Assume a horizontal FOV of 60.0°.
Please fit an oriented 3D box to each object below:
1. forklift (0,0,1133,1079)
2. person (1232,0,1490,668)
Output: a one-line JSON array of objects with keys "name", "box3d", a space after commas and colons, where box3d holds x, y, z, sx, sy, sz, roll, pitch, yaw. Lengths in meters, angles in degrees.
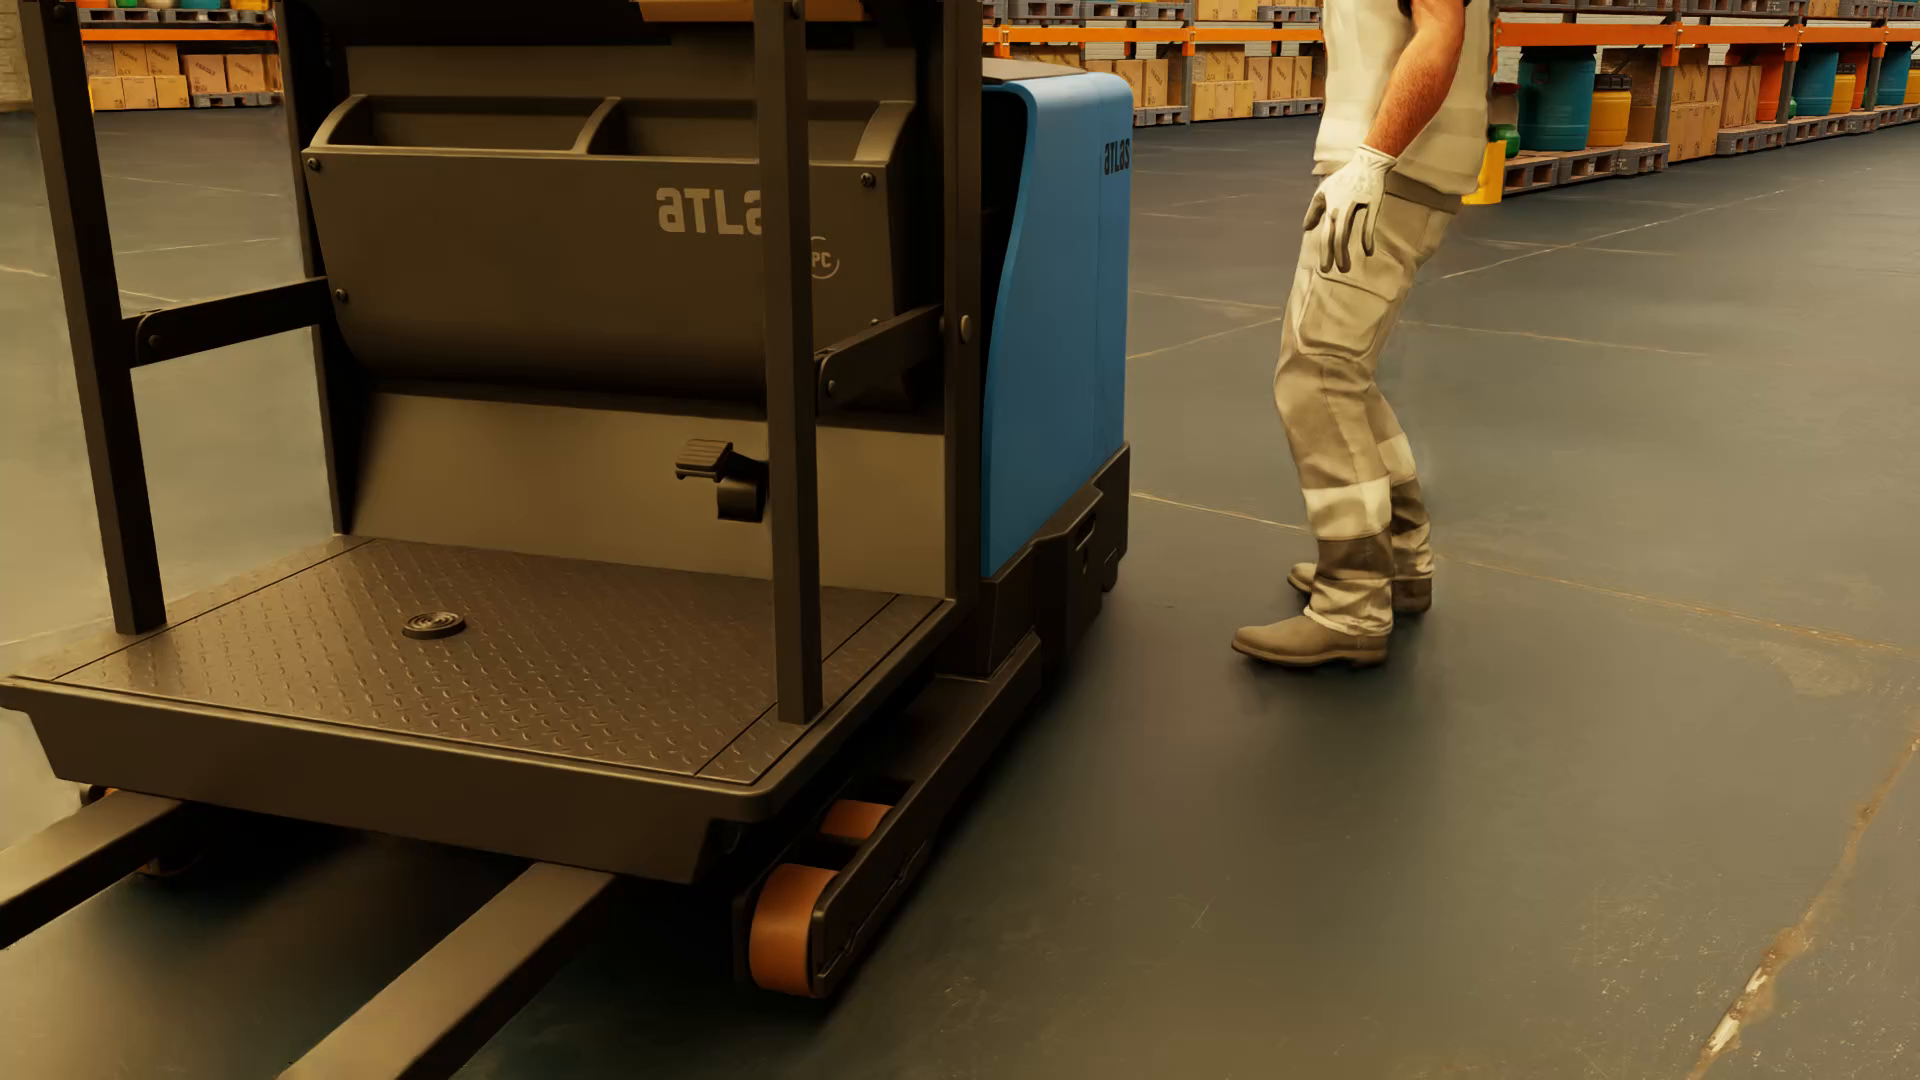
[{"name": "forklift", "box3d": [-0.580, -0.964, 2.071, 1.130, 2.935, 3.031, 5, 18, 17]}, {"name": "person", "box3d": [0.787, -0.677, 3.168, 0.398, 1.754, 0.815, 4, 17, 14]}]
